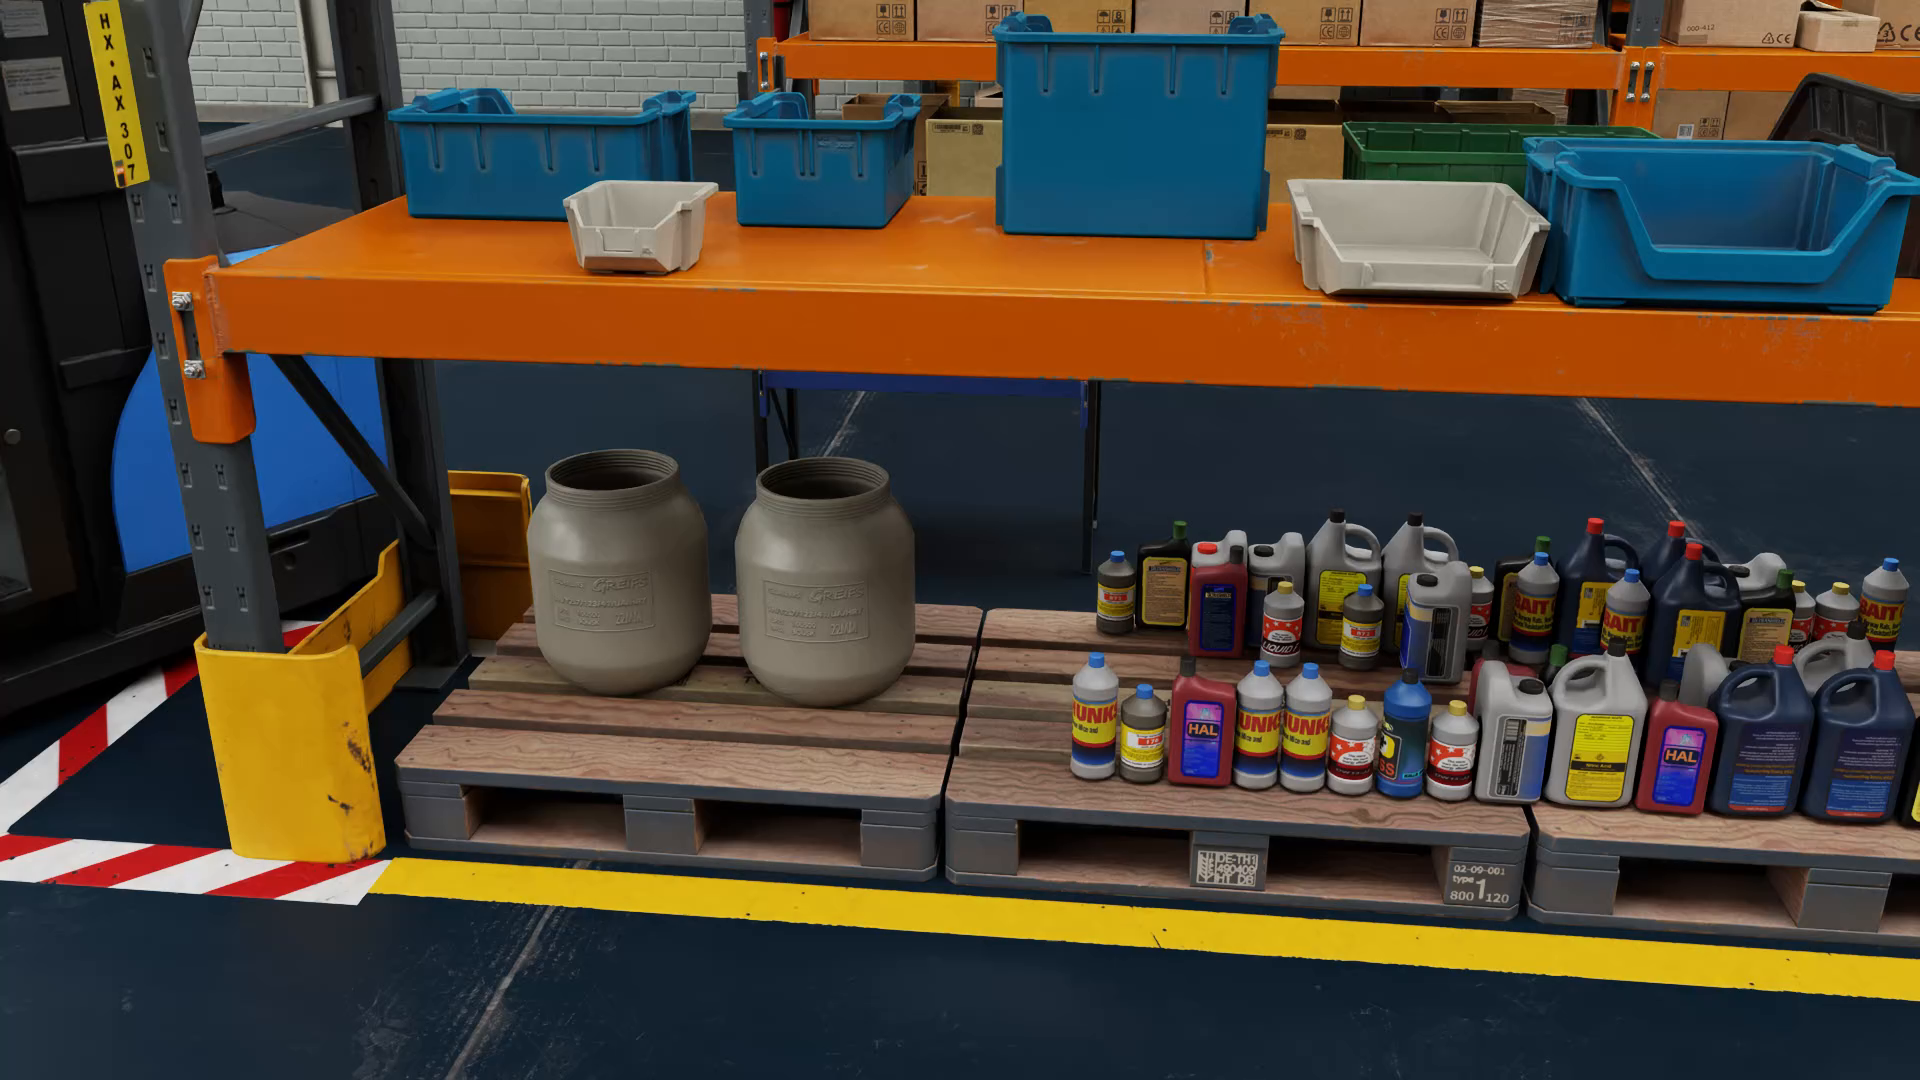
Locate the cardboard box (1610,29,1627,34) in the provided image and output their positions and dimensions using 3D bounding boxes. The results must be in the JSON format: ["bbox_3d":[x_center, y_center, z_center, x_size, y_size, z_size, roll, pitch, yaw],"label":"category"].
[{"bbox_3d":[4.832,-3.680,12.451,0.500,0.250,0.500,2,22,5],"label":"cardboard box"}]

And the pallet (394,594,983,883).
[{"bbox_3d":[-0.589,0.431,4.063,1.213,0.211,1.003,2,22,6],"label":"pallet"}]

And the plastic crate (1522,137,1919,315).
[{"bbox_3d":[1.365,-0.596,3.069,0.616,0.251,0.499,2,22,6],"label":"plastic crate"}]

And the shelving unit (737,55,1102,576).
[{"bbox_3d":[-0.085,-0.701,5.173,1.048,1.500,0.538,2,22,6],"label":"shelving unit"}]

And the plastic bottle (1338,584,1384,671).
[{"bbox_3d":[0.978,0.206,4.047,0.097,0.201,0.097,0,22,0],"label":"plastic bottle"}]

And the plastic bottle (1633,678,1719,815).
[{"bbox_3d":[1.465,0.420,3.394,0.133,0.283,0.061,4,22,10],"label":"plastic bottle"}]

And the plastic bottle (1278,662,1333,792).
[{"bbox_3d":[0.727,0.387,3.495,0.097,0.271,0.097,0,22,0],"label":"plastic bottle"}]

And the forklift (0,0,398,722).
[{"bbox_3d":[-2.868,-0.963,3.889,1.130,2.935,3.031,15,26,33],"label":"forklift"}]

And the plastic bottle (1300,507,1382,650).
[{"bbox_3d":[0.949,0.090,4.136,0.185,0.351,0.144,3,22,9],"label":"plastic bottle"}]

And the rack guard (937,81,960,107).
[{"bbox_3d":[-0.235,-3.340,13.209,0.348,0.500,1.175,2,22,6],"label":"rack guard"}]

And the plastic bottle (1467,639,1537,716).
[{"bbox_3d":[1.162,0.350,3.570,0.133,0.283,0.061,2,22,6],"label":"plastic bottle"}]

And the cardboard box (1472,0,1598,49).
[{"bbox_3d":[2.641,-2.588,7.769,0.500,0.500,0.700,2,22,5],"label":"cardboard box"}]

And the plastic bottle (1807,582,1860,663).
[{"bbox_3d":[2.130,0.203,4.055,0.097,0.201,0.097,0,22,0],"label":"plastic bottle"}]

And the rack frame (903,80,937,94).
[{"bbox_3d":[-0.310,-4.506,12.758,0.127,3.000,1.000,2,22,6],"label":"rack frame"}]

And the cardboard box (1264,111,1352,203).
[{"bbox_3d":[1.604,-1.776,8.001,0.500,0.500,0.500,2,22,6],"label":"cardboard box"}]

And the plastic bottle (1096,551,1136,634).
[{"bbox_3d":[0.399,0.127,4.246,0.097,0.201,0.097,0,22,0],"label":"plastic bottle"}]

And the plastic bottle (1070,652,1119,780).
[{"bbox_3d":[0.287,0.367,3.543,0.097,0.271,0.097,0,22,0],"label":"plastic bottle"}]

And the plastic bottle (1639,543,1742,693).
[{"bbox_3d":[1.726,0.178,3.915,0.185,0.351,0.144,2,22,6],"label":"plastic bottle"}]

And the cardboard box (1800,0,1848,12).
[{"bbox_3d":[3.977,-2.491,7.843,0.258,0.266,0.396,2,22,5],"label":"cardboard box"}]

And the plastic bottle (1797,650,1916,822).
[{"bbox_3d":[1.822,0.389,3.381,0.185,0.351,0.144,2,22,5],"label":"plastic bottle"}]

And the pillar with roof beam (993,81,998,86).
[{"bbox_3d":[-0.020,-6.010,8.401,0.400,9.000,9.100,2,22,6],"label":"pillar with roof beam"}]

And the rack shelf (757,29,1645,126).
[{"bbox_3d":[1.096,-2.276,8.096,4.000,0.370,1.077,2,22,6],"label":"rack shelf"}]

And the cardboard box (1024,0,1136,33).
[{"bbox_3d":[0.587,-2.674,7.989,0.500,0.500,0.700,3,22,7],"label":"cardboard box"}]

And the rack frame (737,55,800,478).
[{"bbox_3d":[-0.590,-0.723,5.229,0.032,1.500,0.500,2,22,6],"label":"rack frame"}]

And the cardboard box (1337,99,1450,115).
[{"bbox_3d":[2.161,-1.943,8.423,0.500,0.500,0.500,2,22,6],"label":"cardboard box"}]

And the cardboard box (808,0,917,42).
[{"bbox_3d":[-0.428,-2.719,8.101,0.500,0.500,0.700,3,22,6],"label":"cardboard box"}]

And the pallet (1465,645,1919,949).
[{"bbox_3d":[1.834,0.537,3.796,1.213,0.211,1.003,2,22,6],"label":"pallet"}]

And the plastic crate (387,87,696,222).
[{"bbox_3d":[-0.944,-0.907,3.858,0.616,0.251,0.499,2,22,6],"label":"plastic crate"}]

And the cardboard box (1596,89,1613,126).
[{"bbox_3d":[4.914,-3.345,12.623,0.500,0.500,0.700,2,22,5],"label":"cardboard box"}]

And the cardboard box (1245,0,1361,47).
[{"bbox_3d":[1.619,-2.631,7.880,0.500,0.500,0.700,3,22,7],"label":"cardboard box"}]

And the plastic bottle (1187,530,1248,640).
[{"bbox_3d":[0.646,0.113,4.180,0.135,0.276,0.152,3,22,7],"label":"plastic bottle"}]

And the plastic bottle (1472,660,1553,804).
[{"bbox_3d":[1.150,0.393,3.473,0.135,0.276,0.152,3,22,7],"label":"plastic bottle"}]

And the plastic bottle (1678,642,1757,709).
[{"bbox_3d":[1.624,0.360,3.556,0.135,0.276,0.152,2,22,6],"label":"plastic bottle"}]

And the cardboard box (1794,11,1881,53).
[{"bbox_3d":[3.938,-2.294,7.505,0.250,0.149,0.380,2,22,6],"label":"cardboard box"}]

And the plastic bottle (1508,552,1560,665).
[{"bbox_3d":[1.405,0.161,4.065,0.097,0.271,0.097,0,22,0],"label":"plastic bottle"}]

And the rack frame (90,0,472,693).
[{"bbox_3d":[-1.476,-0.889,3.609,0.127,3.000,1.000,2,22,6],"label":"rack frame"}]

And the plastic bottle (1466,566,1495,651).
[{"bbox_3d":[1.277,0.165,4.149,0.097,0.201,0.097,0,22,0],"label":"plastic bottle"}]

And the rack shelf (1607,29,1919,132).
[{"bbox_3d":[5.069,-2.103,7.658,4.000,0.370,1.077,2,22,6],"label":"rack shelf"}]

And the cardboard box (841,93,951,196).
[{"bbox_3d":[-0.322,-2.048,8.689,0.500,0.500,0.500,2,22,6],"label":"cardboard box"}]

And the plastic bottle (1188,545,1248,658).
[{"bbox_3d":[0.634,0.149,4.080,0.133,0.283,0.061,2,22,6],"label":"plastic bottle"}]

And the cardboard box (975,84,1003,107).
[{"bbox_3d":[0.366,-3.398,13.012,0.500,0.311,0.500,0,22,0],"label":"cardboard box"}]

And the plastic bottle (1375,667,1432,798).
[{"bbox_3d":[0.928,0.395,3.473,0.097,0.271,0.097,0,22,0],"label":"plastic bottle"}]

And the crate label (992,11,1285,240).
[{"bbox_3d":[0.383,-0.925,3.650,0.616,0.435,0.502,2,22,6],"label":"crate label"}]

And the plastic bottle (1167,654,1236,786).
[{"bbox_3d":[0.510,0.378,3.499,0.133,0.283,0.061,3,22,7],"label":"plastic bottle"}]

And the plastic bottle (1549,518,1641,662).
[{"bbox_3d":[1.556,0.117,4.069,0.185,0.351,0.144,2,22,4],"label":"plastic bottle"}]

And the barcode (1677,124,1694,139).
[{"bbox_3d":[3.287,-1.850,7.535,0.075,0.075,0.001,2,22,6],"label":"barcode"}]

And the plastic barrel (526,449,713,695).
[{"bbox_3d":[-0.814,0.073,3.987,0.421,0.512,0.421,0,22,0],"label":"plastic barrel"}]

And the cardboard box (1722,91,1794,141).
[{"bbox_3d":[5.918,-3.290,12.484,0.500,0.500,0.700,2,22,6],"label":"cardboard box"}]

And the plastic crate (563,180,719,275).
[{"bbox_3d":[-0.625,-0.610,3.262,0.250,0.136,0.298,2,22,6],"label":"plastic crate"}]

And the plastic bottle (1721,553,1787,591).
[{"bbox_3d":[1.907,0.168,4.041,0.135,0.276,0.152,3,22,8],"label":"plastic bottle"}]
